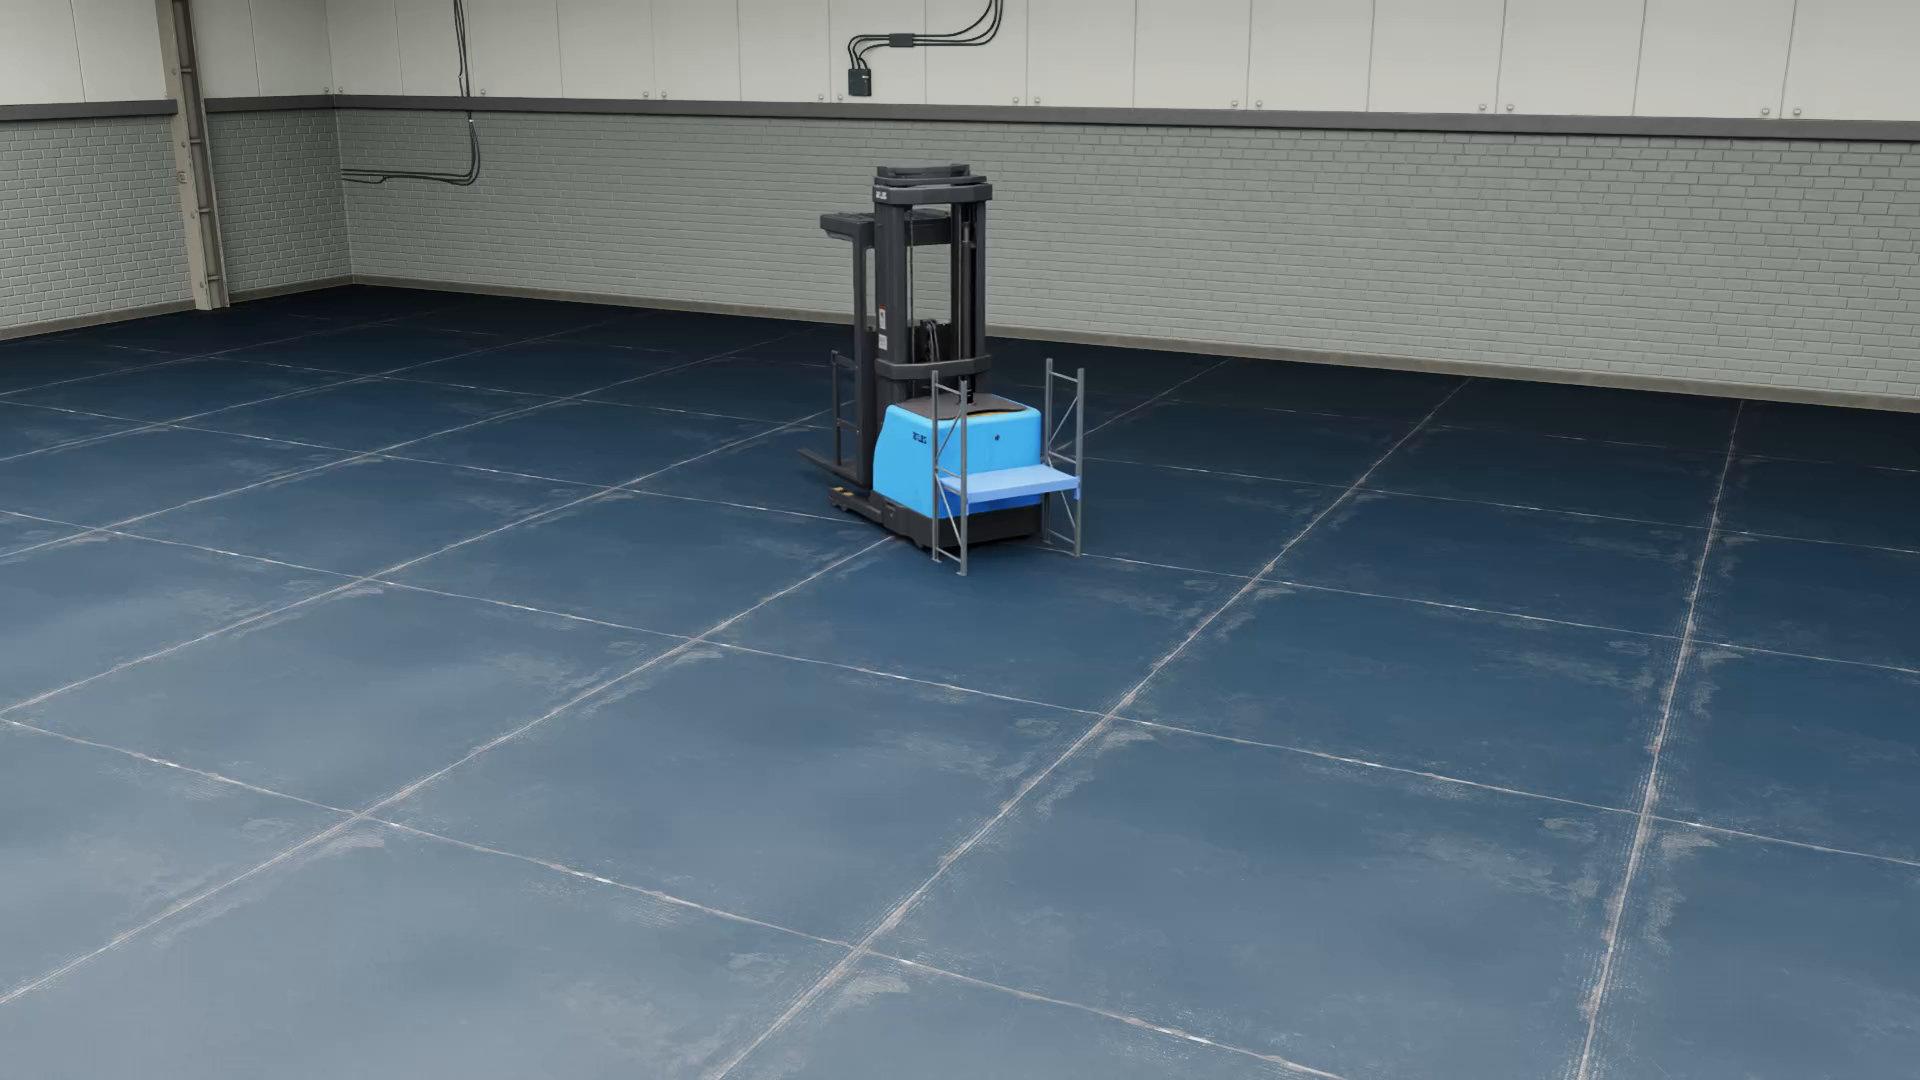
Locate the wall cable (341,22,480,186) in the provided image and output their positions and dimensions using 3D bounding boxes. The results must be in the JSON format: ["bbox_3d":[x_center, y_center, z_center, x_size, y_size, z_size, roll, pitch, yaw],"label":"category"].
[{"bbox_3d":[-8.980,-6.976,26.658,3.097,2.526,0.112,8,18,25],"label":"wall cable"}]

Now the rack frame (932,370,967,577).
[{"bbox_3d":[-0.081,-0.502,12.580,0.032,1.500,0.500,-9,19,-28],"label":"rack frame"}]

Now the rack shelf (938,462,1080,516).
[{"bbox_3d":[0.364,-0.399,12.866,1.000,0.185,0.538,-9,19,-28],"label":"rack shelf"}]

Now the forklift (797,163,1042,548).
[{"bbox_3d":[-0.497,-1.708,14.127,1.130,2.935,3.031,-9,19,-28],"label":"forklift"}]

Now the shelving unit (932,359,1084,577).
[{"bbox_3d":[0.364,-0.572,12.815,1.048,1.500,0.538,-9,19,-28],"label":"shelving unit"}]

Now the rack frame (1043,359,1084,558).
[{"bbox_3d":[0.809,-0.642,13.050,0.032,1.500,0.500,-9,19,-28],"label":"rack frame"}]

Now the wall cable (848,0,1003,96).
[{"bbox_3d":[-0.494,-8.882,21.652,2.305,6.003,0.169,8,18,25],"label":"wall cable"}]

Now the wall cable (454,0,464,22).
[{"bbox_3d":[-6.560,-9.052,24.781,3.097,2.526,0.112,8,18,25],"label":"wall cable"}]

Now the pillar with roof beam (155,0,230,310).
[{"bbox_3d":[-7.628,-7.334,22.412,9.100,9.000,0.400,8,18,25],"label":"pillar with roof beam"}]
